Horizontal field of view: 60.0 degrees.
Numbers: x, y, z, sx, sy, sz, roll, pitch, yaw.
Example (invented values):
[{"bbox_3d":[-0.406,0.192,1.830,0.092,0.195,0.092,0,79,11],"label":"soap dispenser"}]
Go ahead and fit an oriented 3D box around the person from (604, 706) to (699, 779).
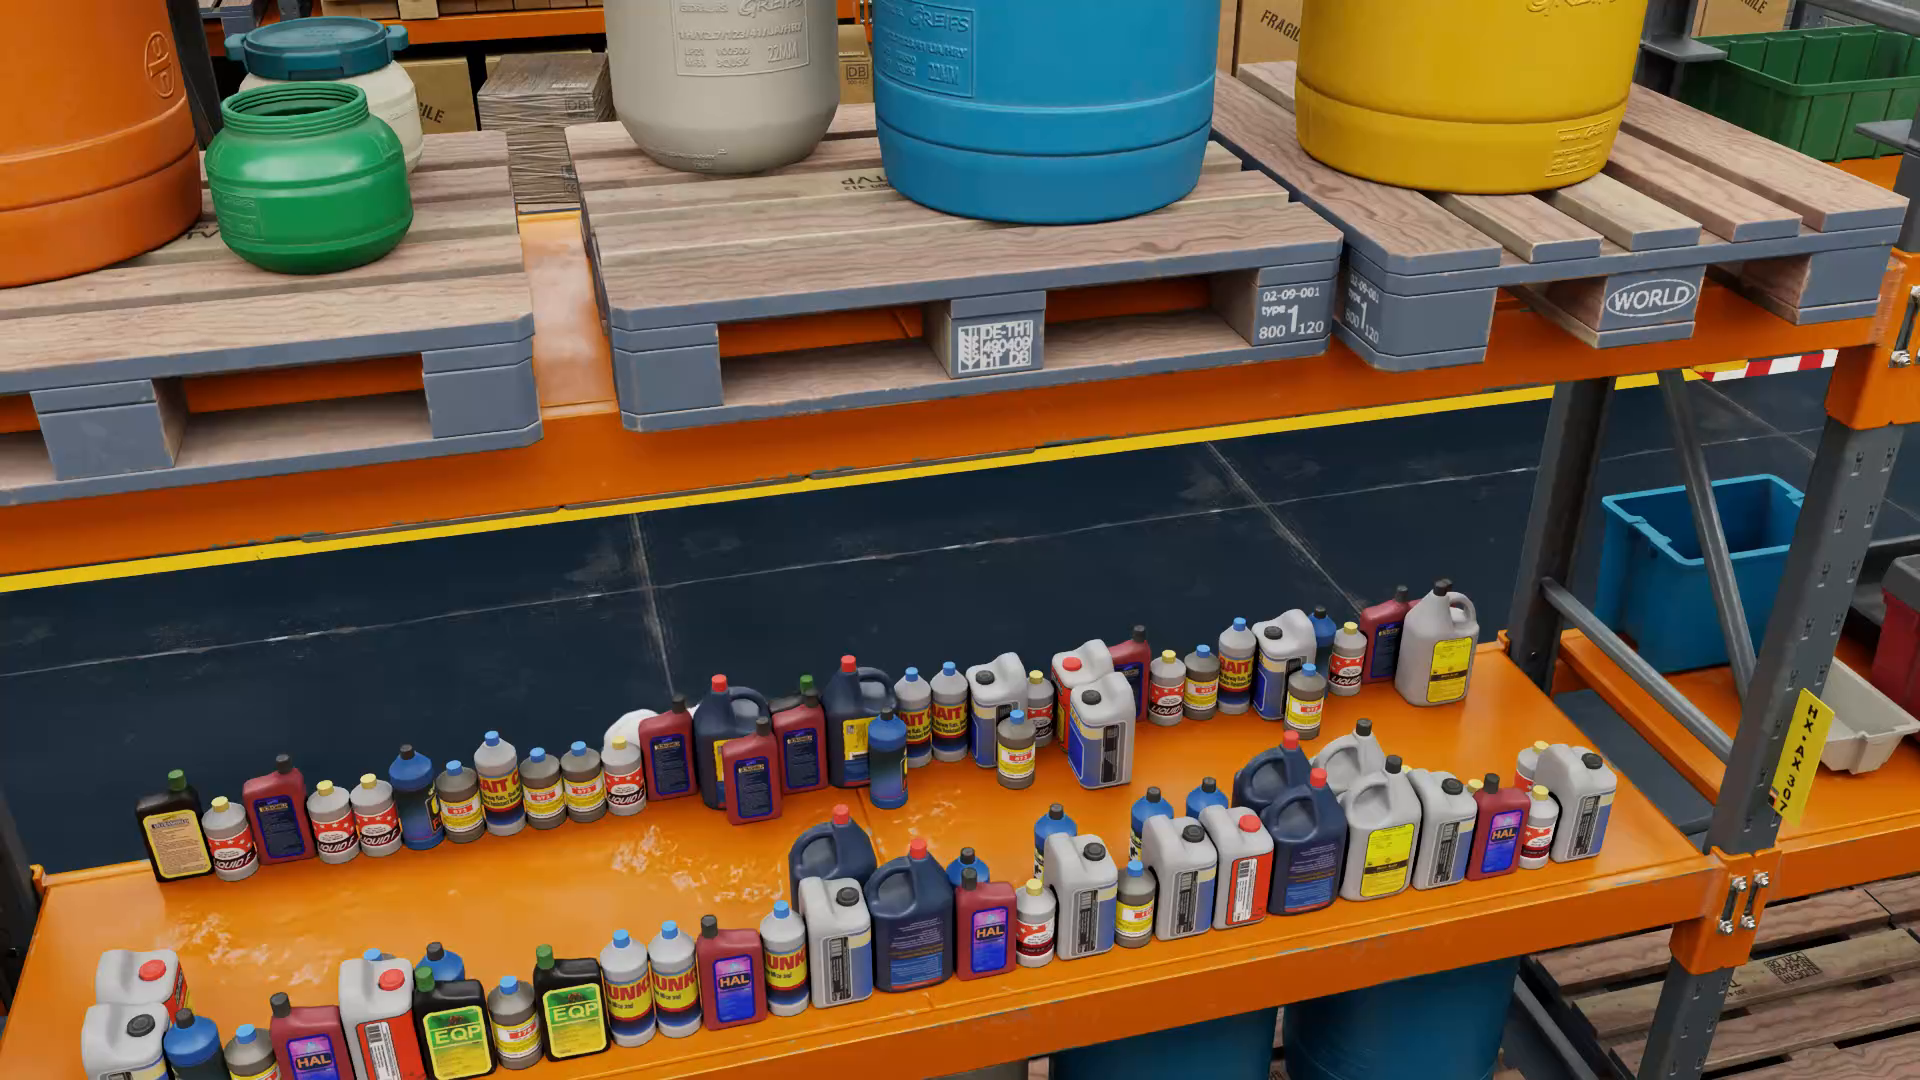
[{"bbox_3d":[-0.725,0.898,5.356,0.884,0.990,0.569,-8,31,-13],"label":"person"}]
